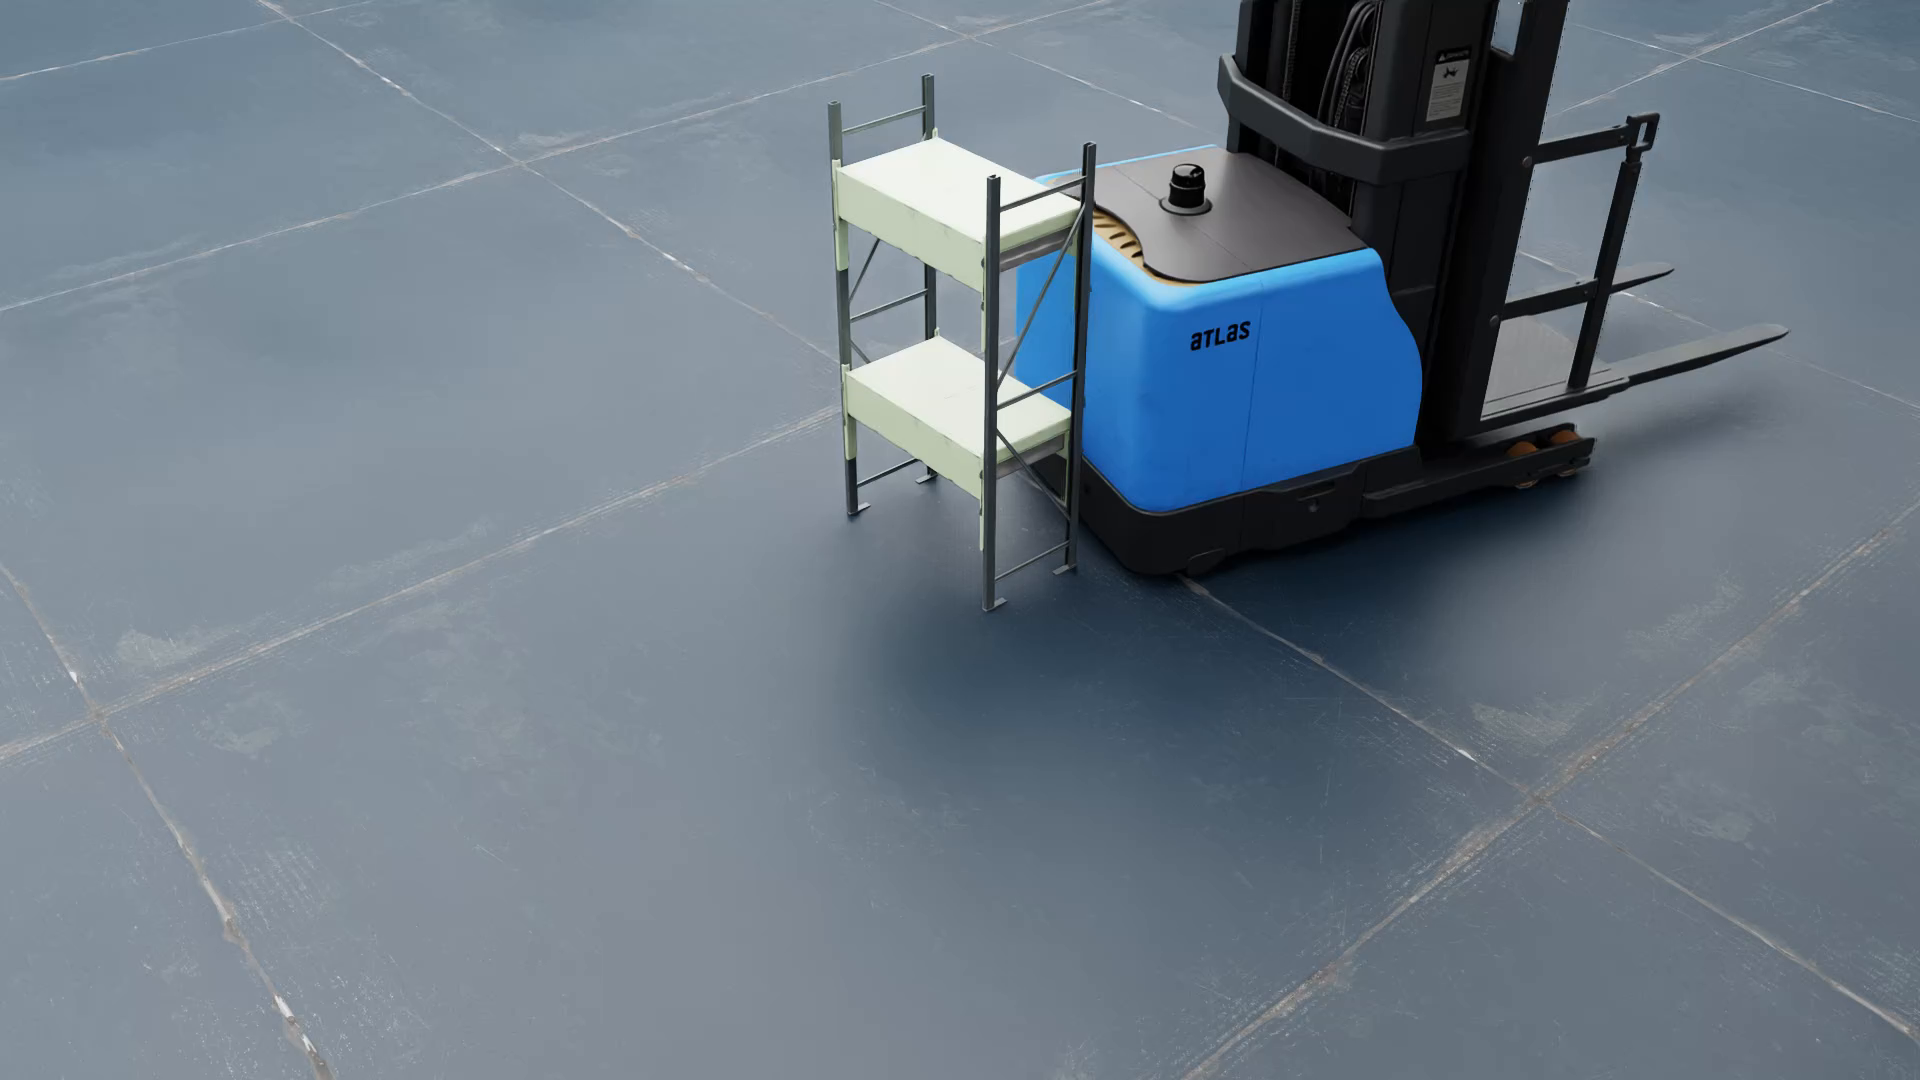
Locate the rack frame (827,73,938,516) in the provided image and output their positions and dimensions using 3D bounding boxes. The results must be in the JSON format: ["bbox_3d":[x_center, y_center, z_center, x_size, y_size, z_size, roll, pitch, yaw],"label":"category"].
[{"bbox_3d":[-0.241,-0.777,5.549,0.400,1.500,0.023,-26,43,-32],"label":"rack frame"}]

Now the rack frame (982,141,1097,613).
[{"bbox_3d":[0.232,-0.453,5.093,0.400,1.500,0.023,-26,43,-32],"label":"rack frame"}]

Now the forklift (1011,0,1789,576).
[{"bbox_3d":[1.741,-1.643,5.534,3.031,2.935,1.130,-15,38,-20],"label":"forklift"}]

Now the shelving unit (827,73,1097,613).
[{"bbox_3d":[-0.004,-0.615,5.321,0.431,1.500,0.755,-26,43,-32],"label":"shelving unit"}]

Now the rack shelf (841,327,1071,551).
[{"bbox_3d":[-0.004,-0.349,5.509,0.431,0.370,0.720,-26,43,-32],"label":"rack shelf"}]

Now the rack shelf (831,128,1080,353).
[{"bbox_3d":[-0.004,-0.933,5.095,0.431,0.370,0.720,-26,43,-32],"label":"rack shelf"}]
